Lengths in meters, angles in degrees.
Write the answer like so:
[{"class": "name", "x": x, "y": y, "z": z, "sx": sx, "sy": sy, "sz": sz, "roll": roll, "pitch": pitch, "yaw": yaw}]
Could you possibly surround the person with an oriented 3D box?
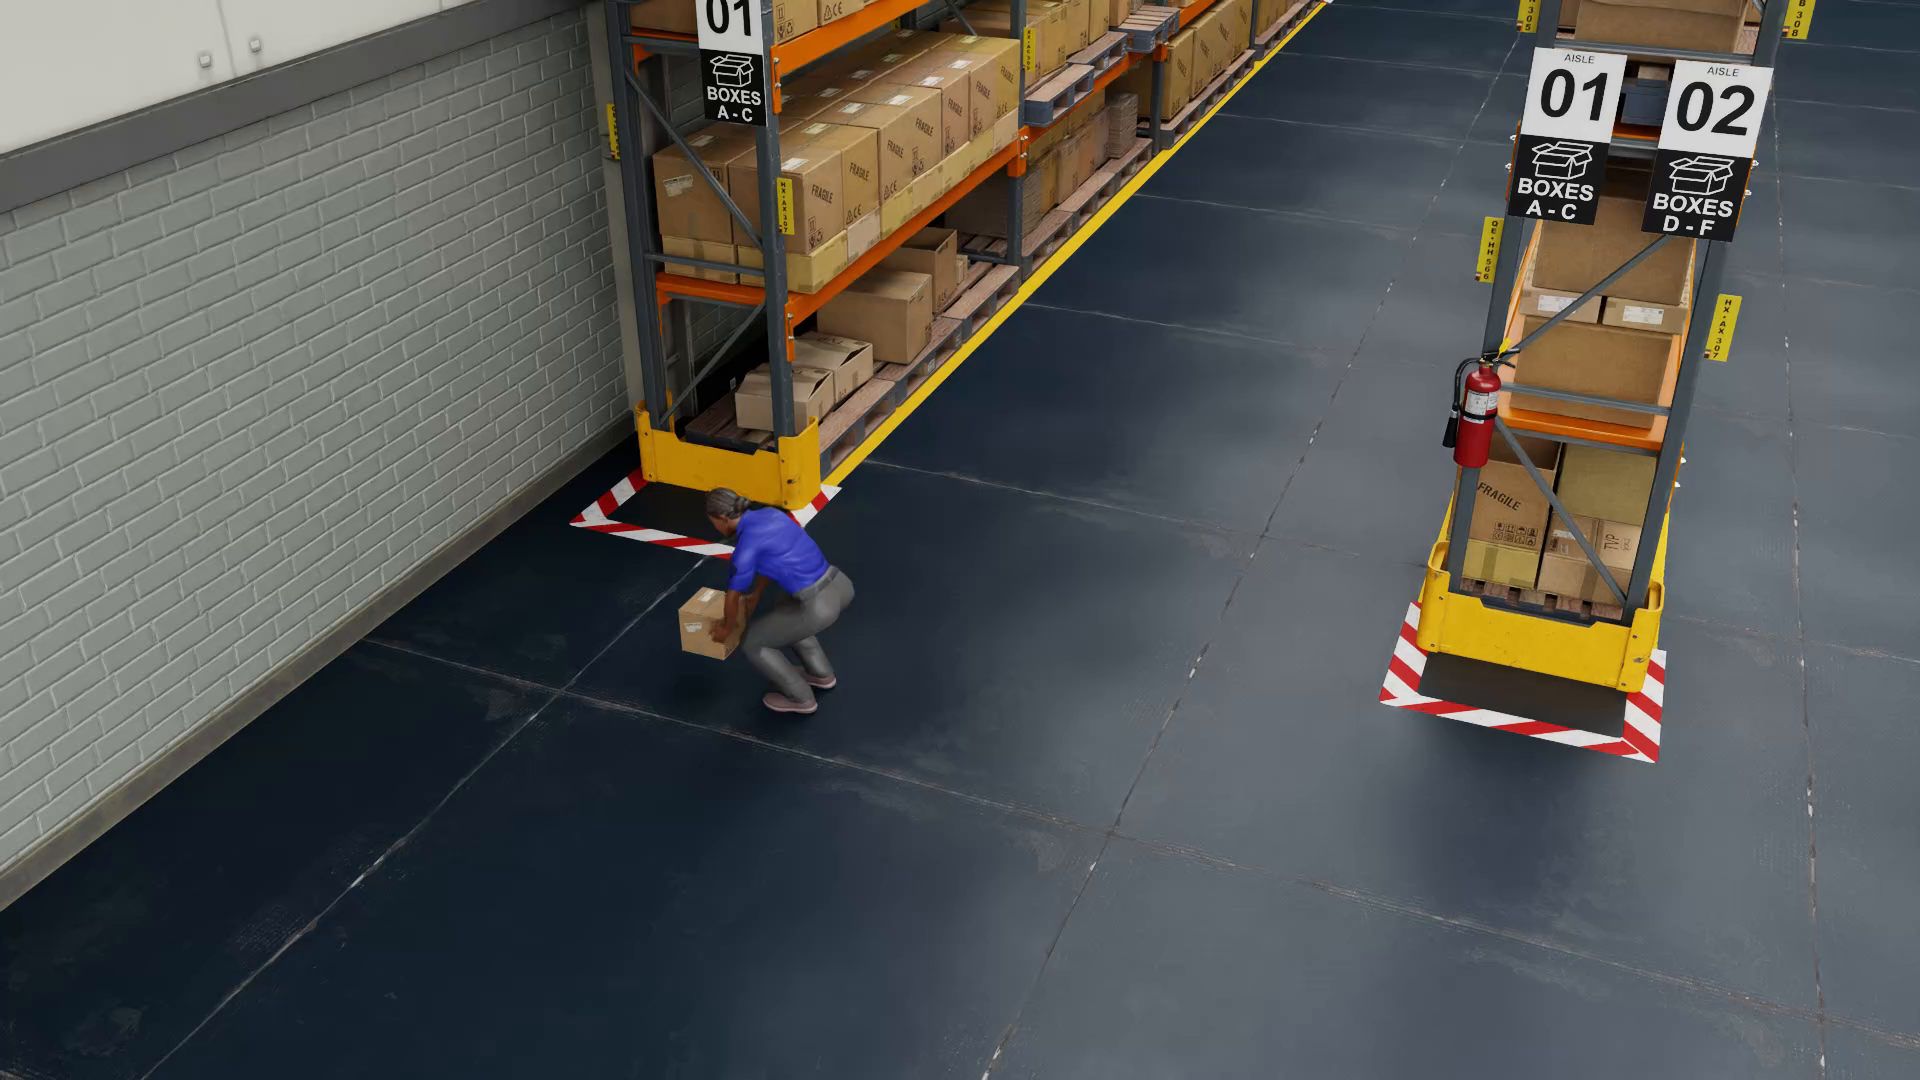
[{"class": "person", "x": -0.913, "y": 0.278, "z": 8.353, "sx": 0.726, "sy": 1.112, "sz": 0.501, "roll": 11, "pitch": 32, "yaw": 19}]
